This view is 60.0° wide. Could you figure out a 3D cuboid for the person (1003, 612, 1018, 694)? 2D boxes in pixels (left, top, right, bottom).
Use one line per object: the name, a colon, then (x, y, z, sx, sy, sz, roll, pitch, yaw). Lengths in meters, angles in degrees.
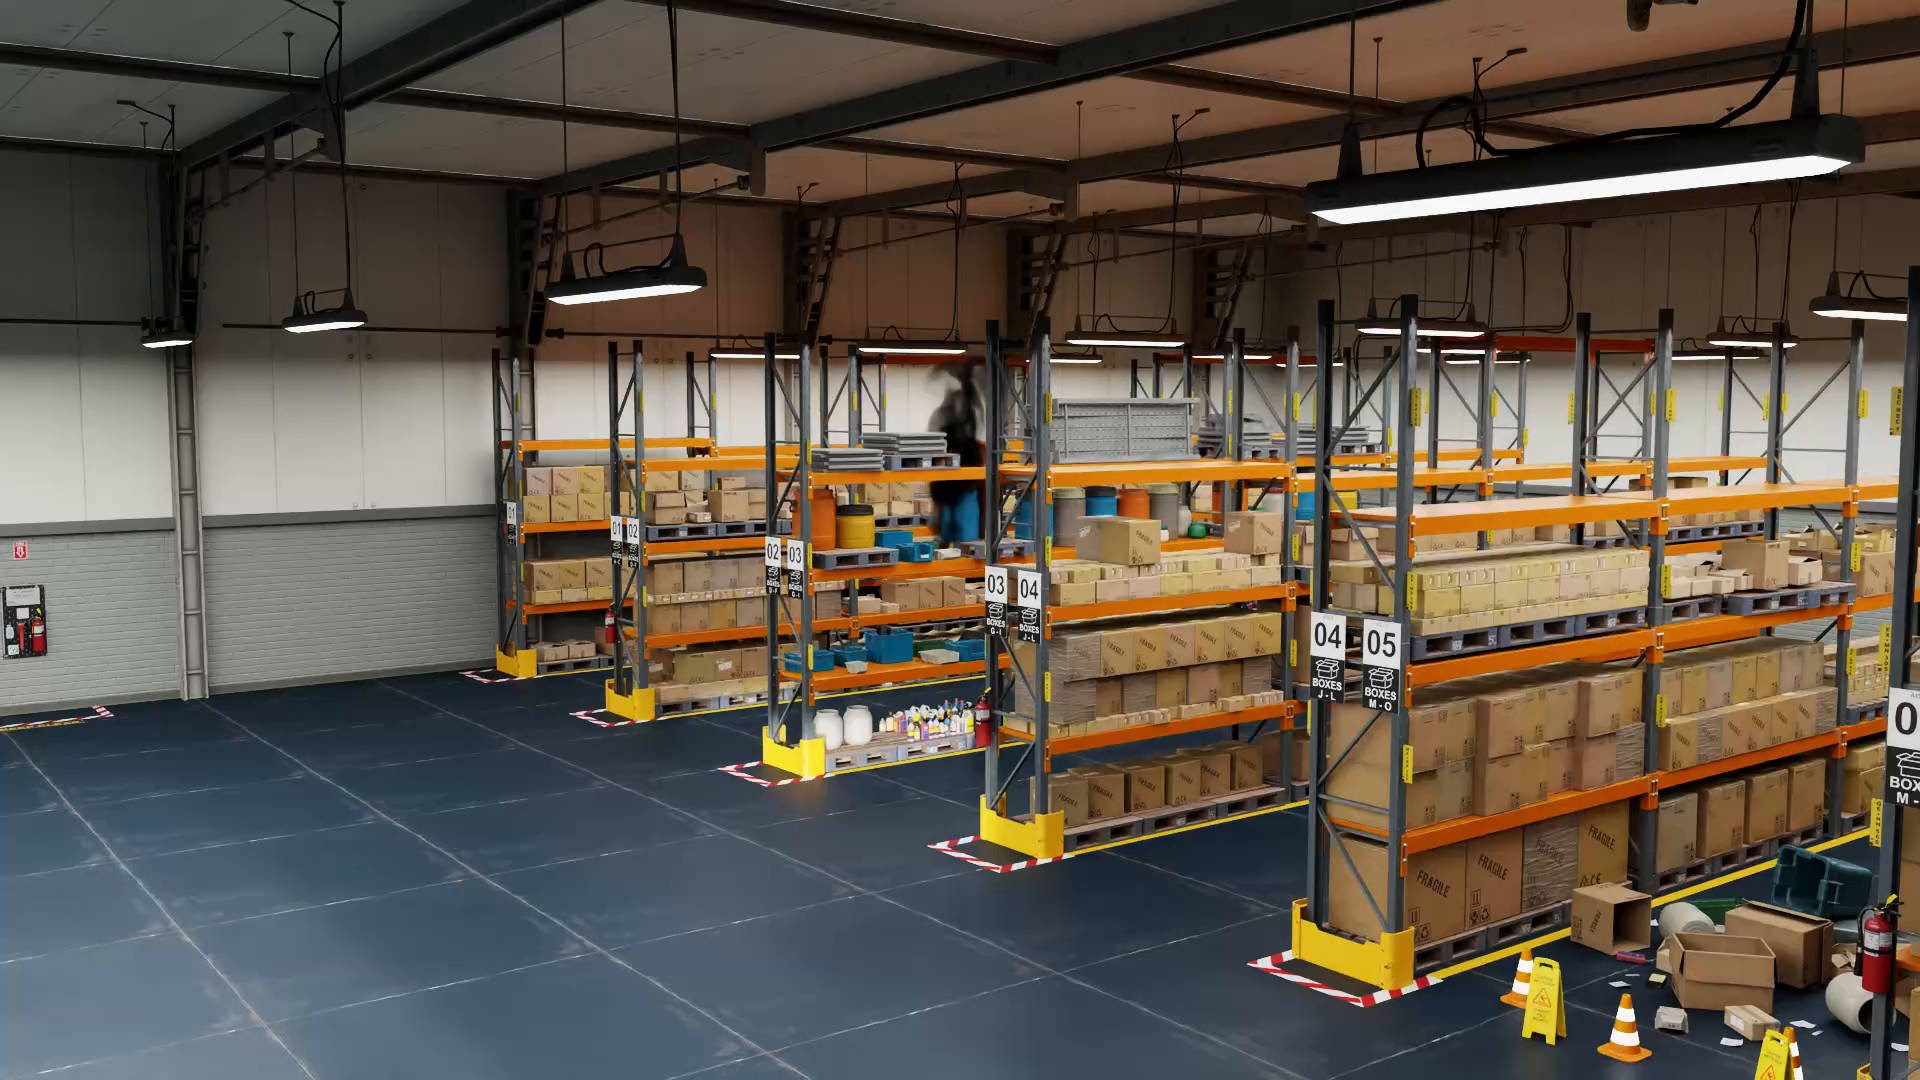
person: (0.895, 1.697, 28.008, 0.996, 1.799, 0.691, -4, 7, -40)
